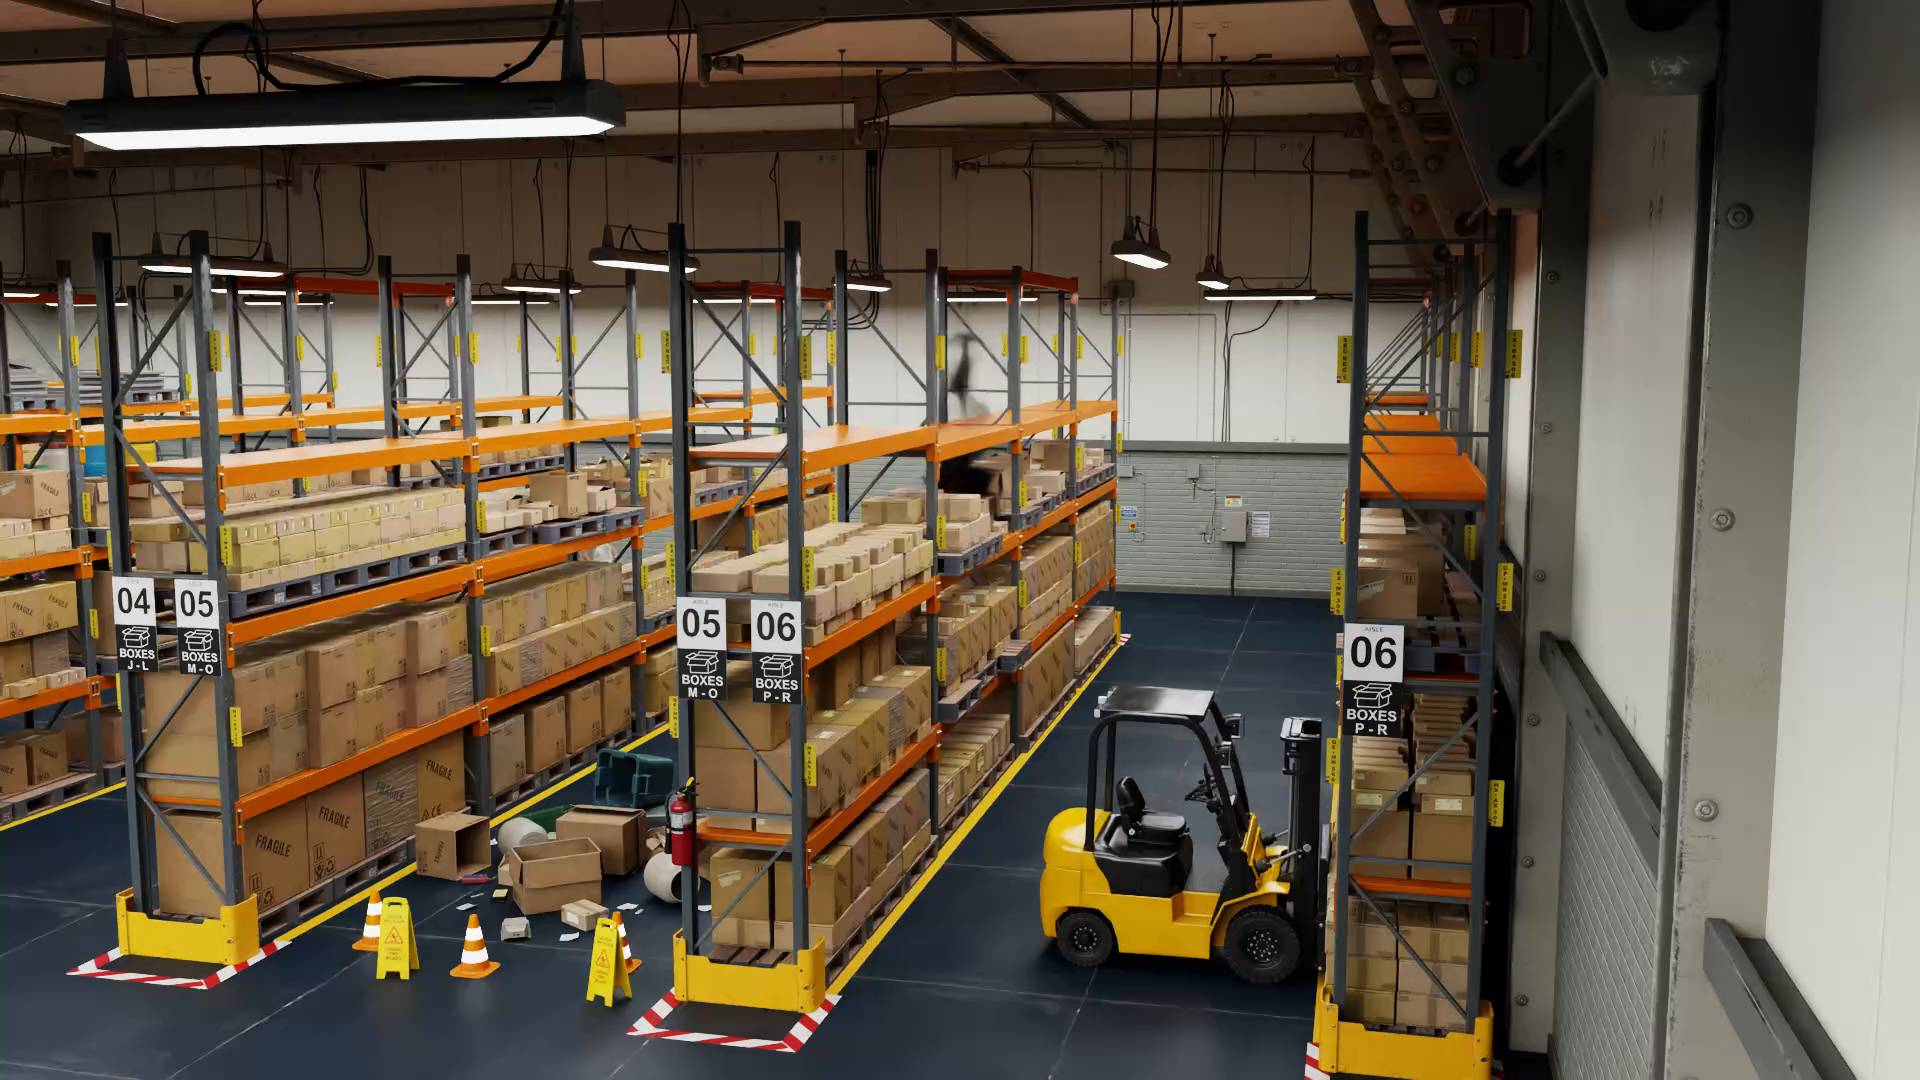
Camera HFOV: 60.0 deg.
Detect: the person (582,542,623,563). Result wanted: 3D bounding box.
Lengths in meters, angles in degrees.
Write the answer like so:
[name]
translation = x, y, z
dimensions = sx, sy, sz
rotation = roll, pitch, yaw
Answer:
[person]
translation = -6.680, 0.489, 31.381
dimensions = 0.602, 1.750, 0.724
rotation = 3, 8, 24
